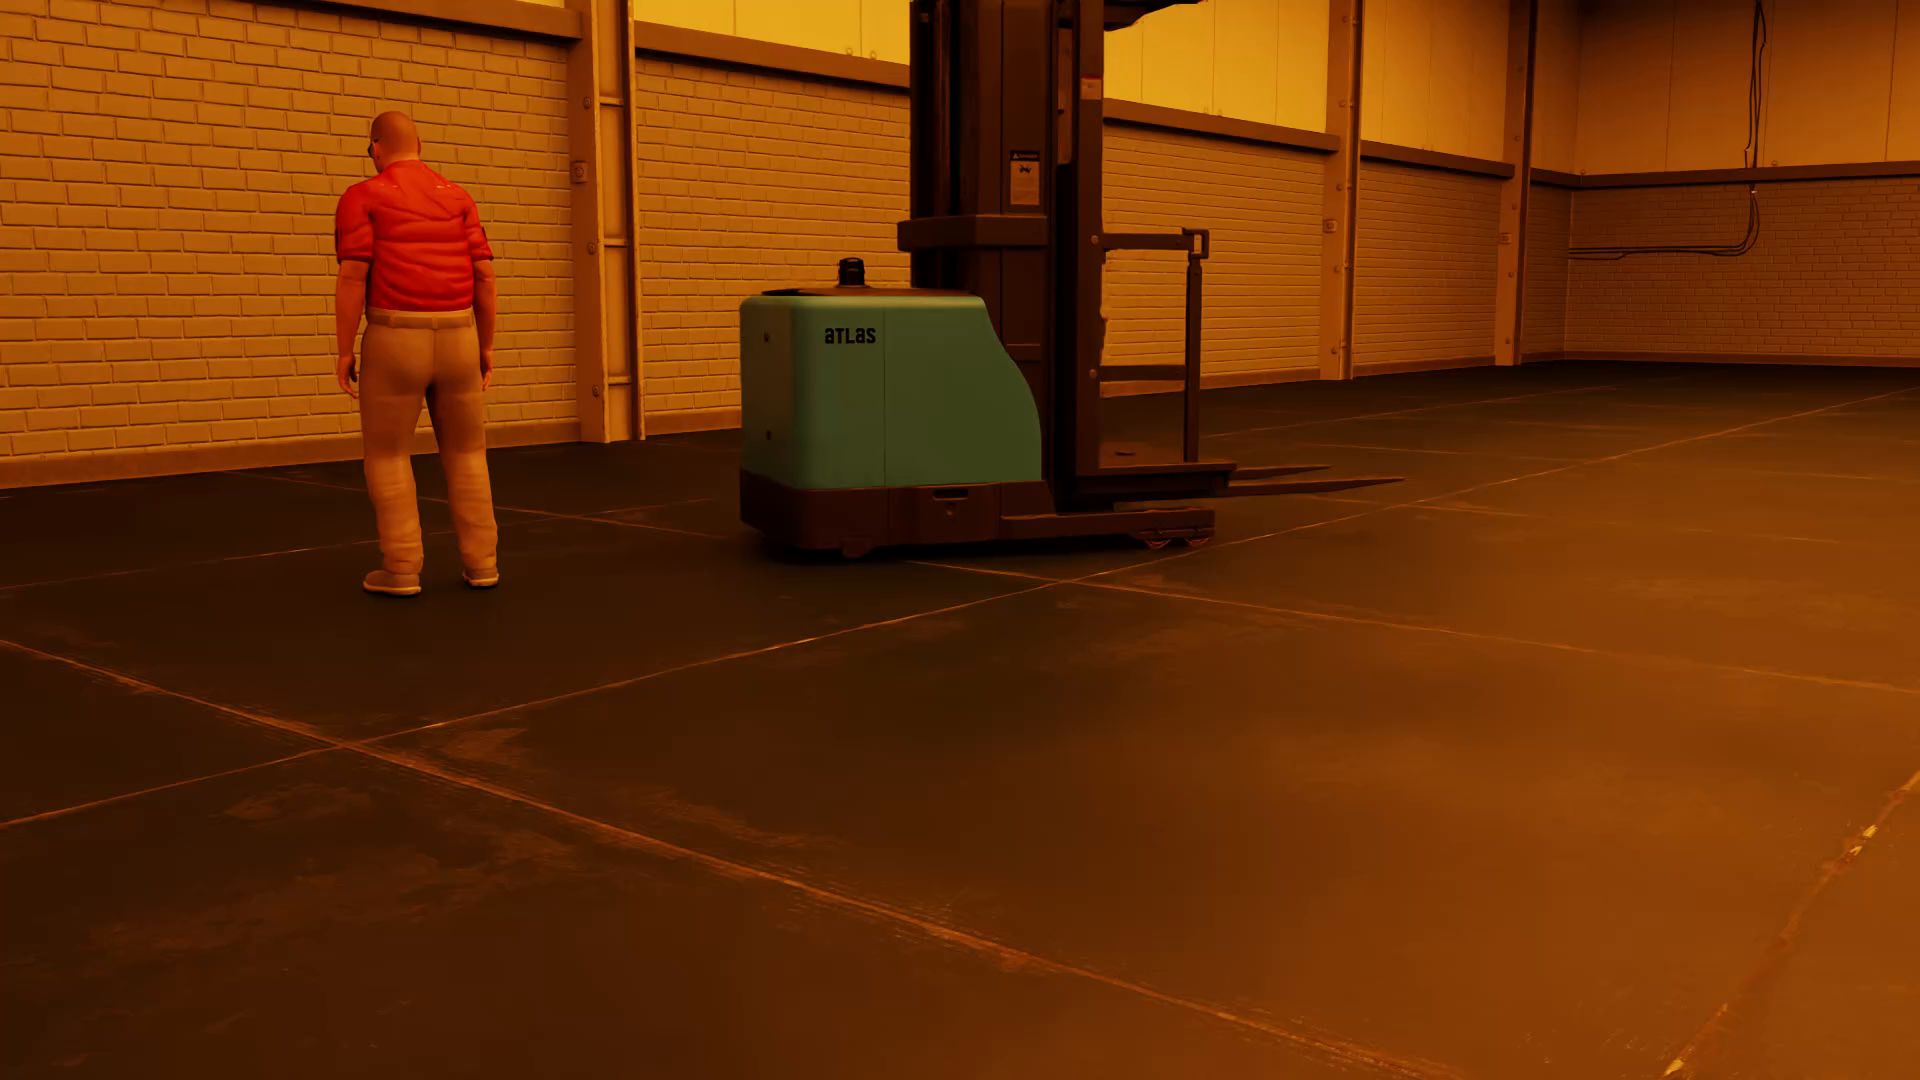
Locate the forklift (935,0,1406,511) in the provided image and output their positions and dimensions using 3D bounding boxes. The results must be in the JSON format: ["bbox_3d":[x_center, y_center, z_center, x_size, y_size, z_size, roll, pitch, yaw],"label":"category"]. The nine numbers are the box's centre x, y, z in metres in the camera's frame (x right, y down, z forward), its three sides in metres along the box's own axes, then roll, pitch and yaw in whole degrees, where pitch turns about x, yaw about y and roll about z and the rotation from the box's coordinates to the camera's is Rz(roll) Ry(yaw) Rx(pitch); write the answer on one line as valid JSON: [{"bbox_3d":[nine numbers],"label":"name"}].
[{"bbox_3d":[0.644,-1.459,7.473,2.884,2.867,1.101,-3,9,-21],"label":"forklift"}]
